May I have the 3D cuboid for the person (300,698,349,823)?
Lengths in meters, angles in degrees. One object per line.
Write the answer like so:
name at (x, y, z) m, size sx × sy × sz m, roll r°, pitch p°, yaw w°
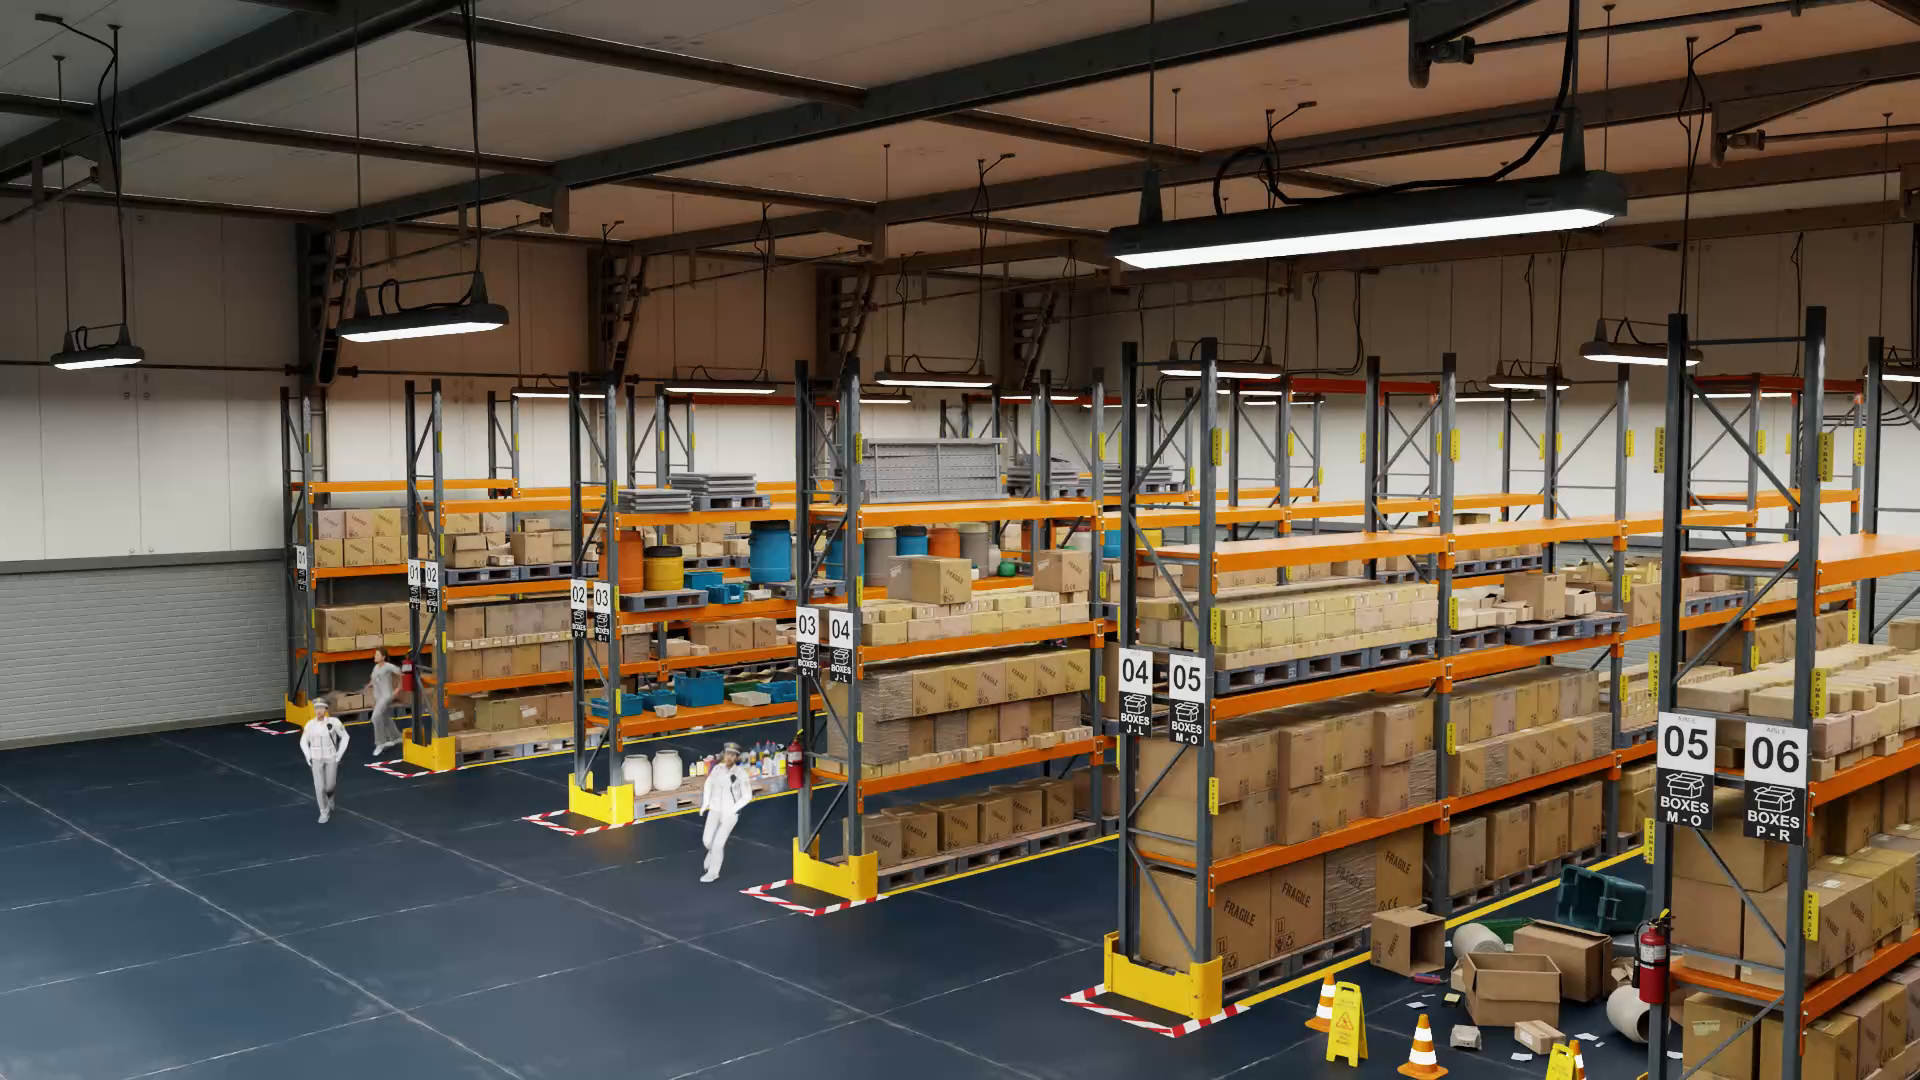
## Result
person at (-8.494, 2.924, 22.222) m, size 0.619 × 1.667 × 0.508 m, roll -1°, pitch 4°, yaw -12°

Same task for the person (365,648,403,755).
person at (-9.336, 2.600, 27.036) m, size 0.607 × 1.716 × 0.688 m, roll 3°, pitch 4°, yaw 35°

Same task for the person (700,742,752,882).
person at (-2.713, 3.131, 19.114) m, size 0.638 × 1.622 × 0.503 m, roll 1°, pitch 4°, yaw 13°
